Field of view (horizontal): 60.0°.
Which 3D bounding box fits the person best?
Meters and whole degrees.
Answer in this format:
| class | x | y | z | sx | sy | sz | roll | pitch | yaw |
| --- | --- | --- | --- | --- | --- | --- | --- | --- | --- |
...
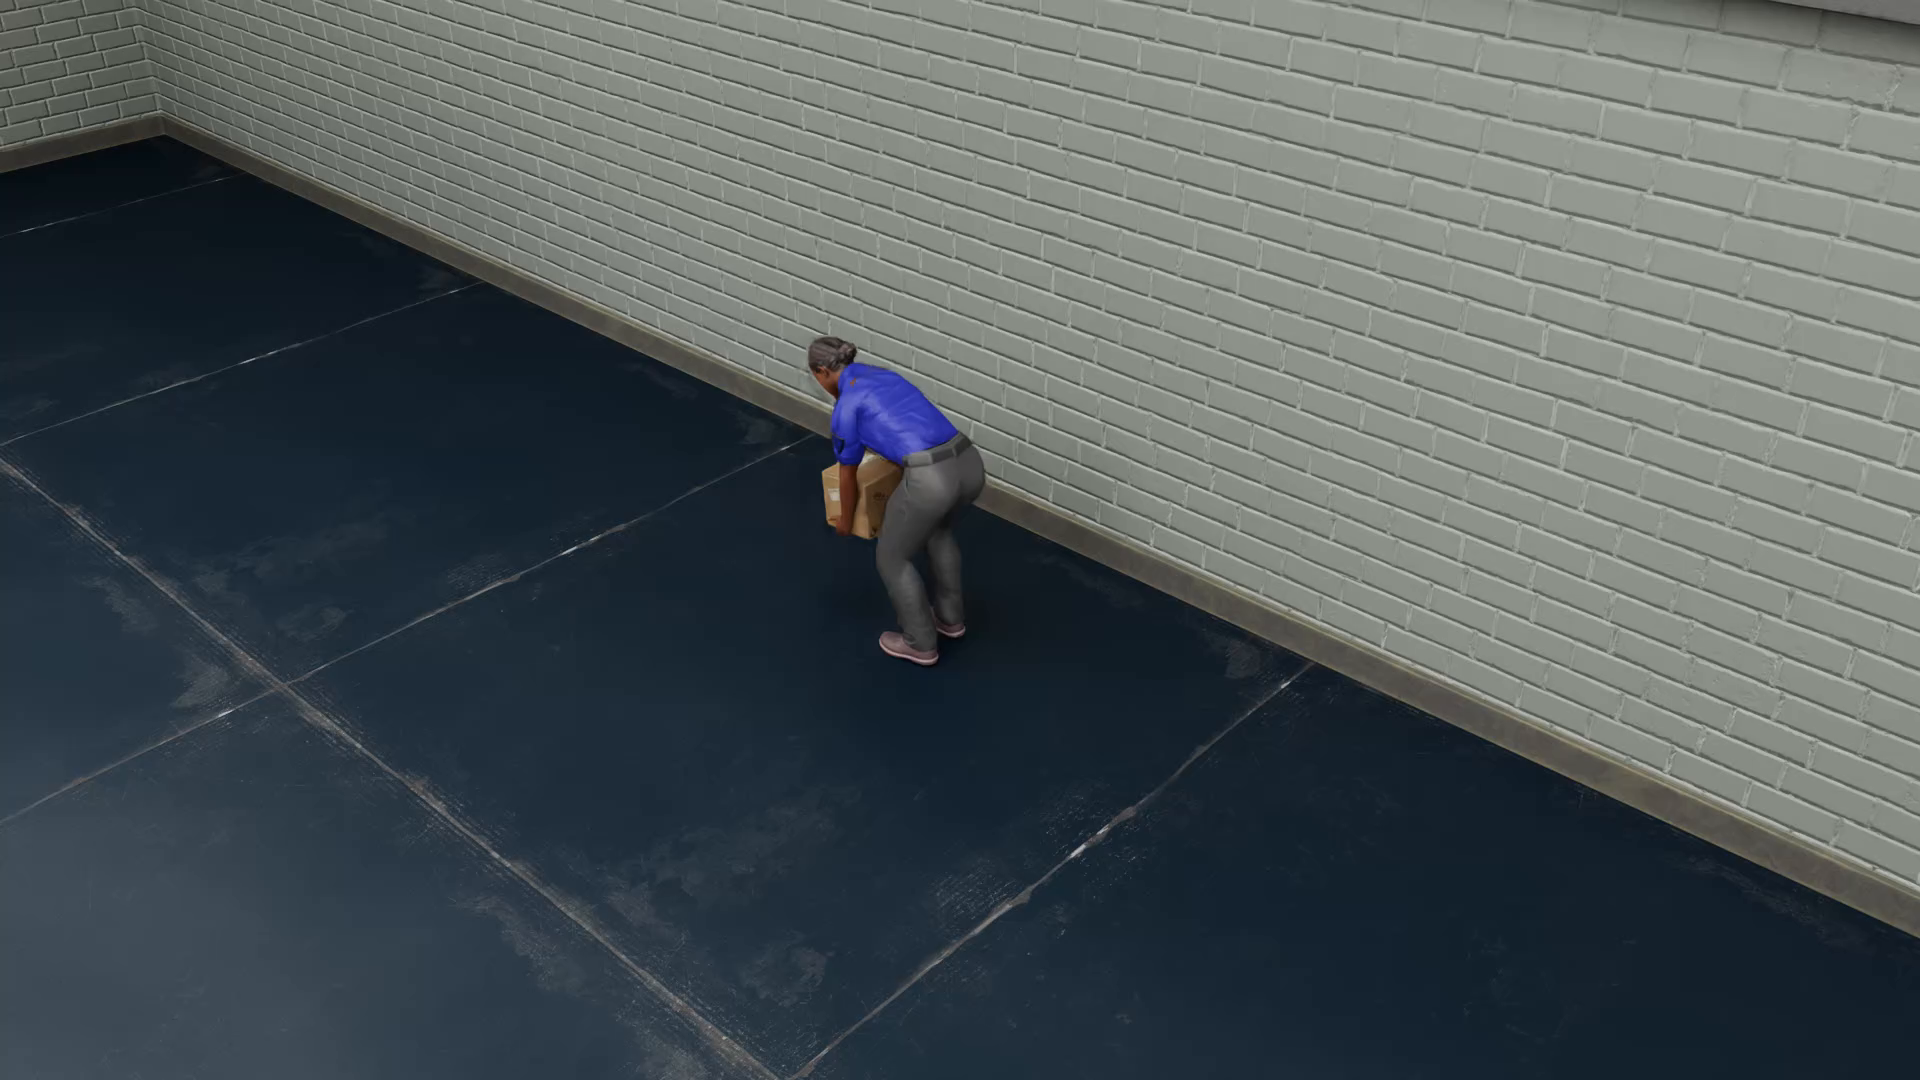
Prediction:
| class | x | y | z | sx | sy | sz | roll | pitch | yaw |
| --- | --- | --- | --- | --- | --- | --- | --- | --- | --- |
| person | -0.282 | -0.167 | 6.810 | 0.824 | 1.250 | 0.406 | 24 | 39 | 34 |
